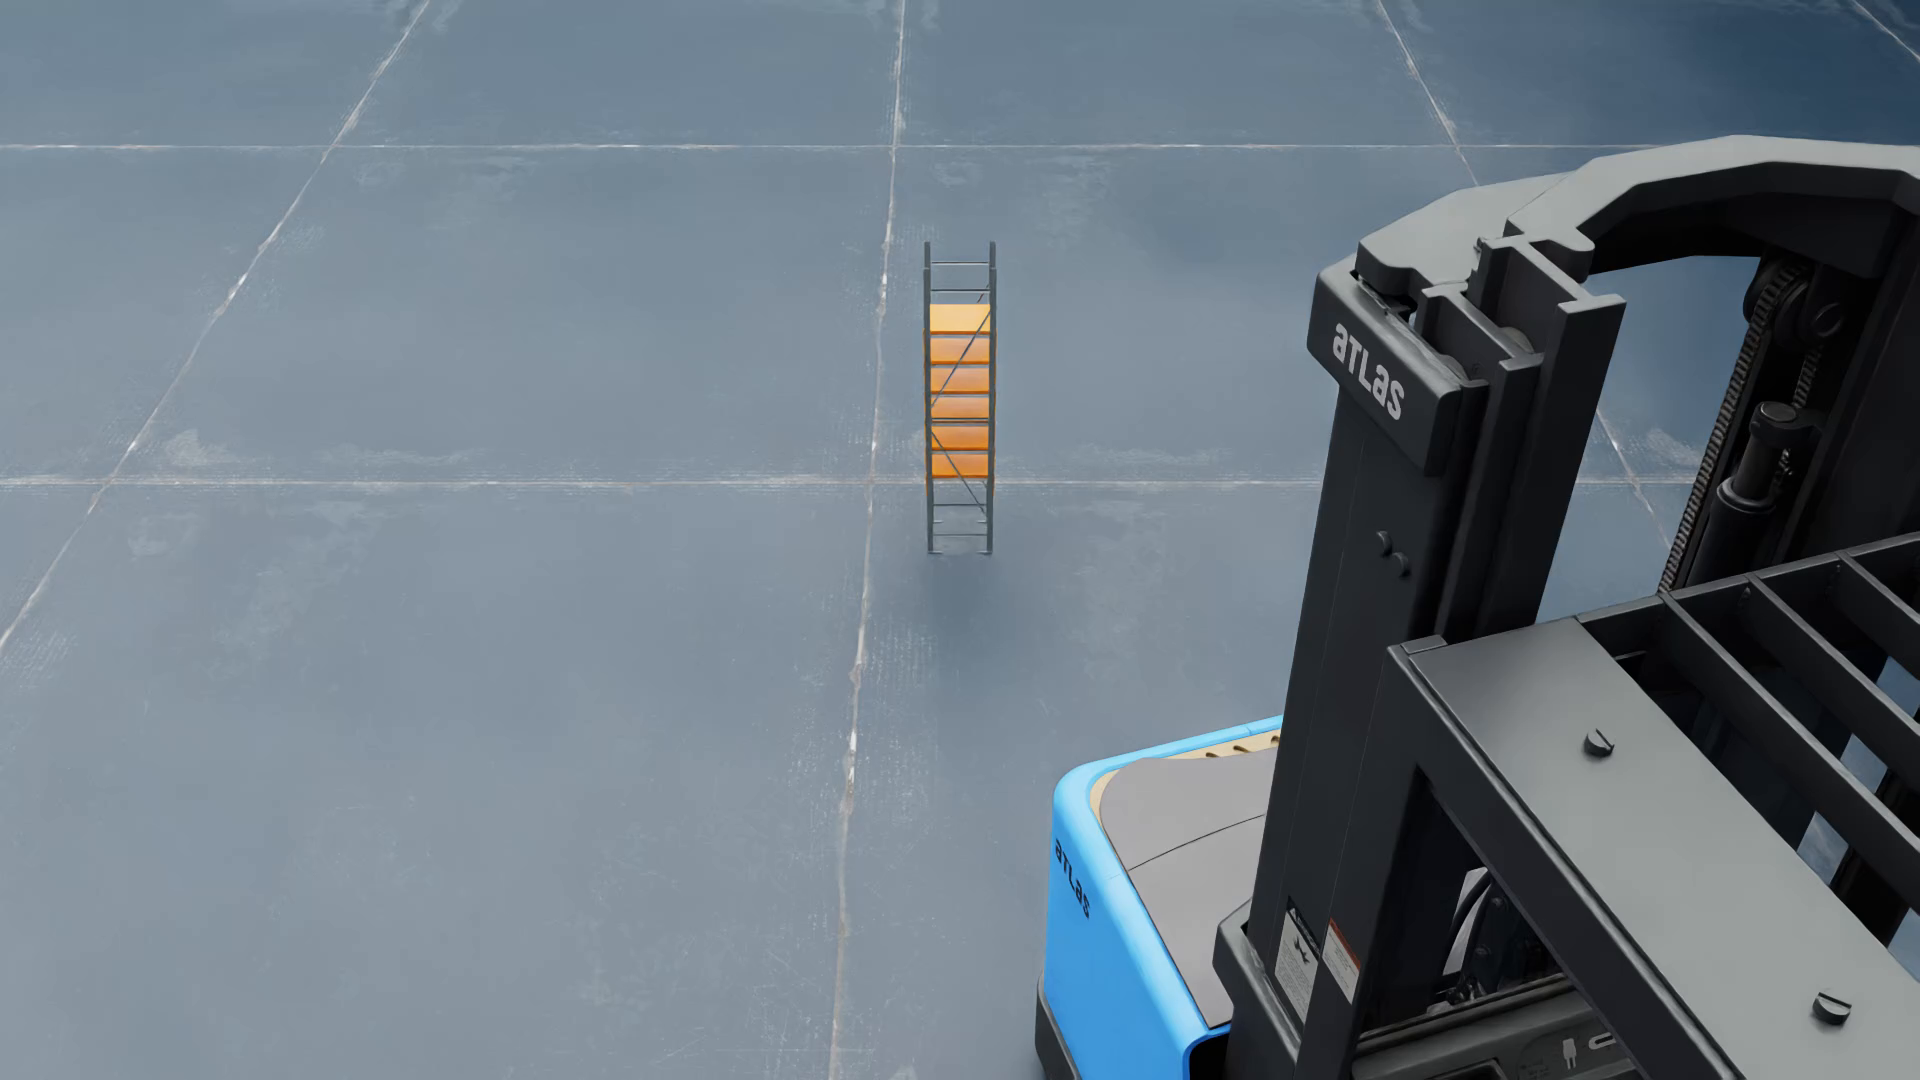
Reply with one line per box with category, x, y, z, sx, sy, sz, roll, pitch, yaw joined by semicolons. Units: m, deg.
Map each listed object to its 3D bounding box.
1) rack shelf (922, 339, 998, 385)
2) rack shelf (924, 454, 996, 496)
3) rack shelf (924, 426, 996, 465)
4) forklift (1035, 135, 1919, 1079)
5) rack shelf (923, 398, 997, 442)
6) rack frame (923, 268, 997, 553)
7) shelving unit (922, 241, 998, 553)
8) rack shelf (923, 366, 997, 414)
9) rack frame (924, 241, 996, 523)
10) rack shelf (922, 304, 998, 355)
rack shelf;0.000;-0.630;5.764;0.258;0.103;0.180;0;39;0
rack shelf;0.000;-0.255;6.064;0.258;0.103;0.180;0;39;0
rack shelf;0.000;-0.349;5.989;0.258;0.103;0.180;0;39;0
forklift;1.149;1.010;2.646;1.130;2.935;3.031;-12;40;-14
rack shelf;0.000;-0.443;5.914;0.258;0.103;0.180;0;39;0
rack frame;0.000;-0.420;5.815;0.240;1.200;0.006;0;39;0
shelving unit;0.000;-0.477;5.886;0.258;1.200;0.189;0;39;0
rack shelf;0.000;-0.536;5.839;0.258;0.103;0.180;0;39;0
rack frame;0.000;-0.534;5.957;0.240;1.200;0.006;0;39;0
rack shelf;0.000;-0.724;5.689;0.258;0.103;0.180;0;39;0
